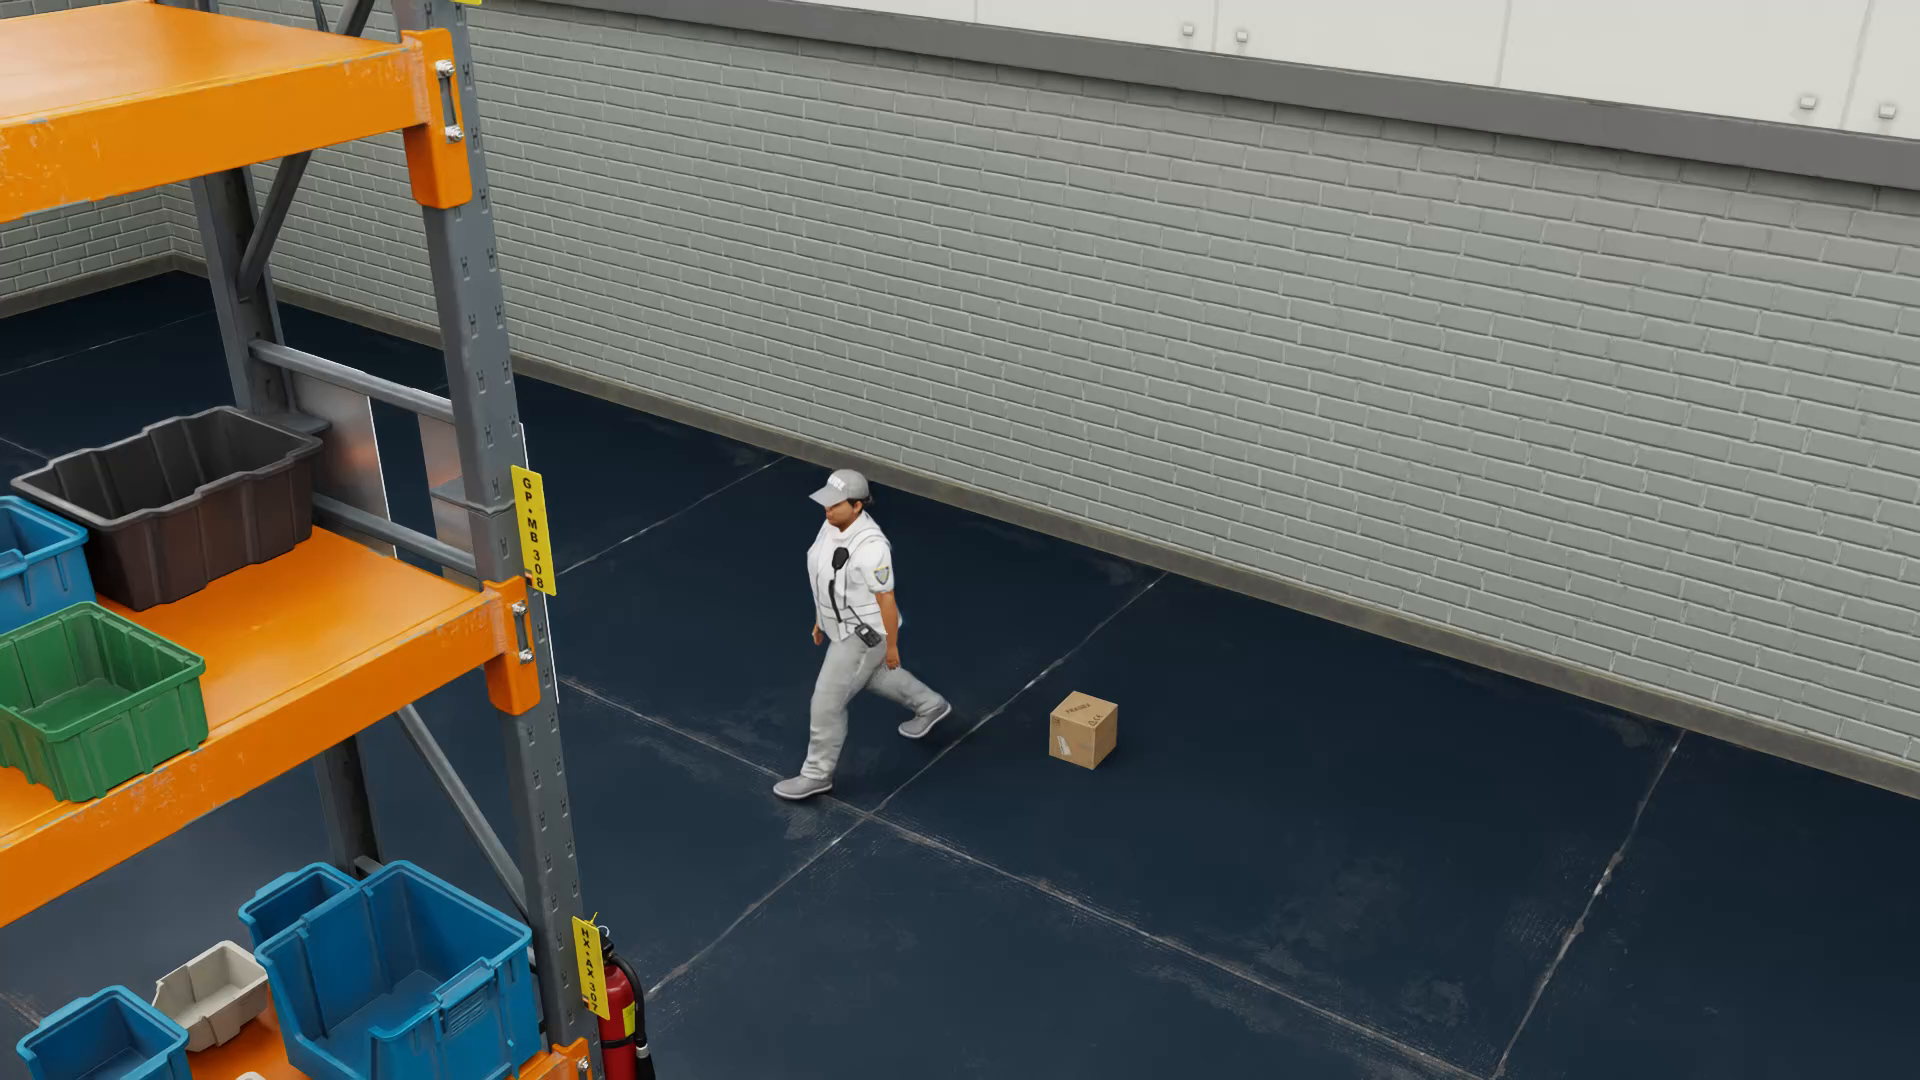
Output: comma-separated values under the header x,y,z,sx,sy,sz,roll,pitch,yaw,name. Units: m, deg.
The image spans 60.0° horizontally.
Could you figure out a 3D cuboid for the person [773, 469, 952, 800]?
x,y,z,sx,sy,sz,roll,pitch,yaw,name
-0.466,0.398,7.849,1.012,1.616,0.479,-12,29,-22,person
